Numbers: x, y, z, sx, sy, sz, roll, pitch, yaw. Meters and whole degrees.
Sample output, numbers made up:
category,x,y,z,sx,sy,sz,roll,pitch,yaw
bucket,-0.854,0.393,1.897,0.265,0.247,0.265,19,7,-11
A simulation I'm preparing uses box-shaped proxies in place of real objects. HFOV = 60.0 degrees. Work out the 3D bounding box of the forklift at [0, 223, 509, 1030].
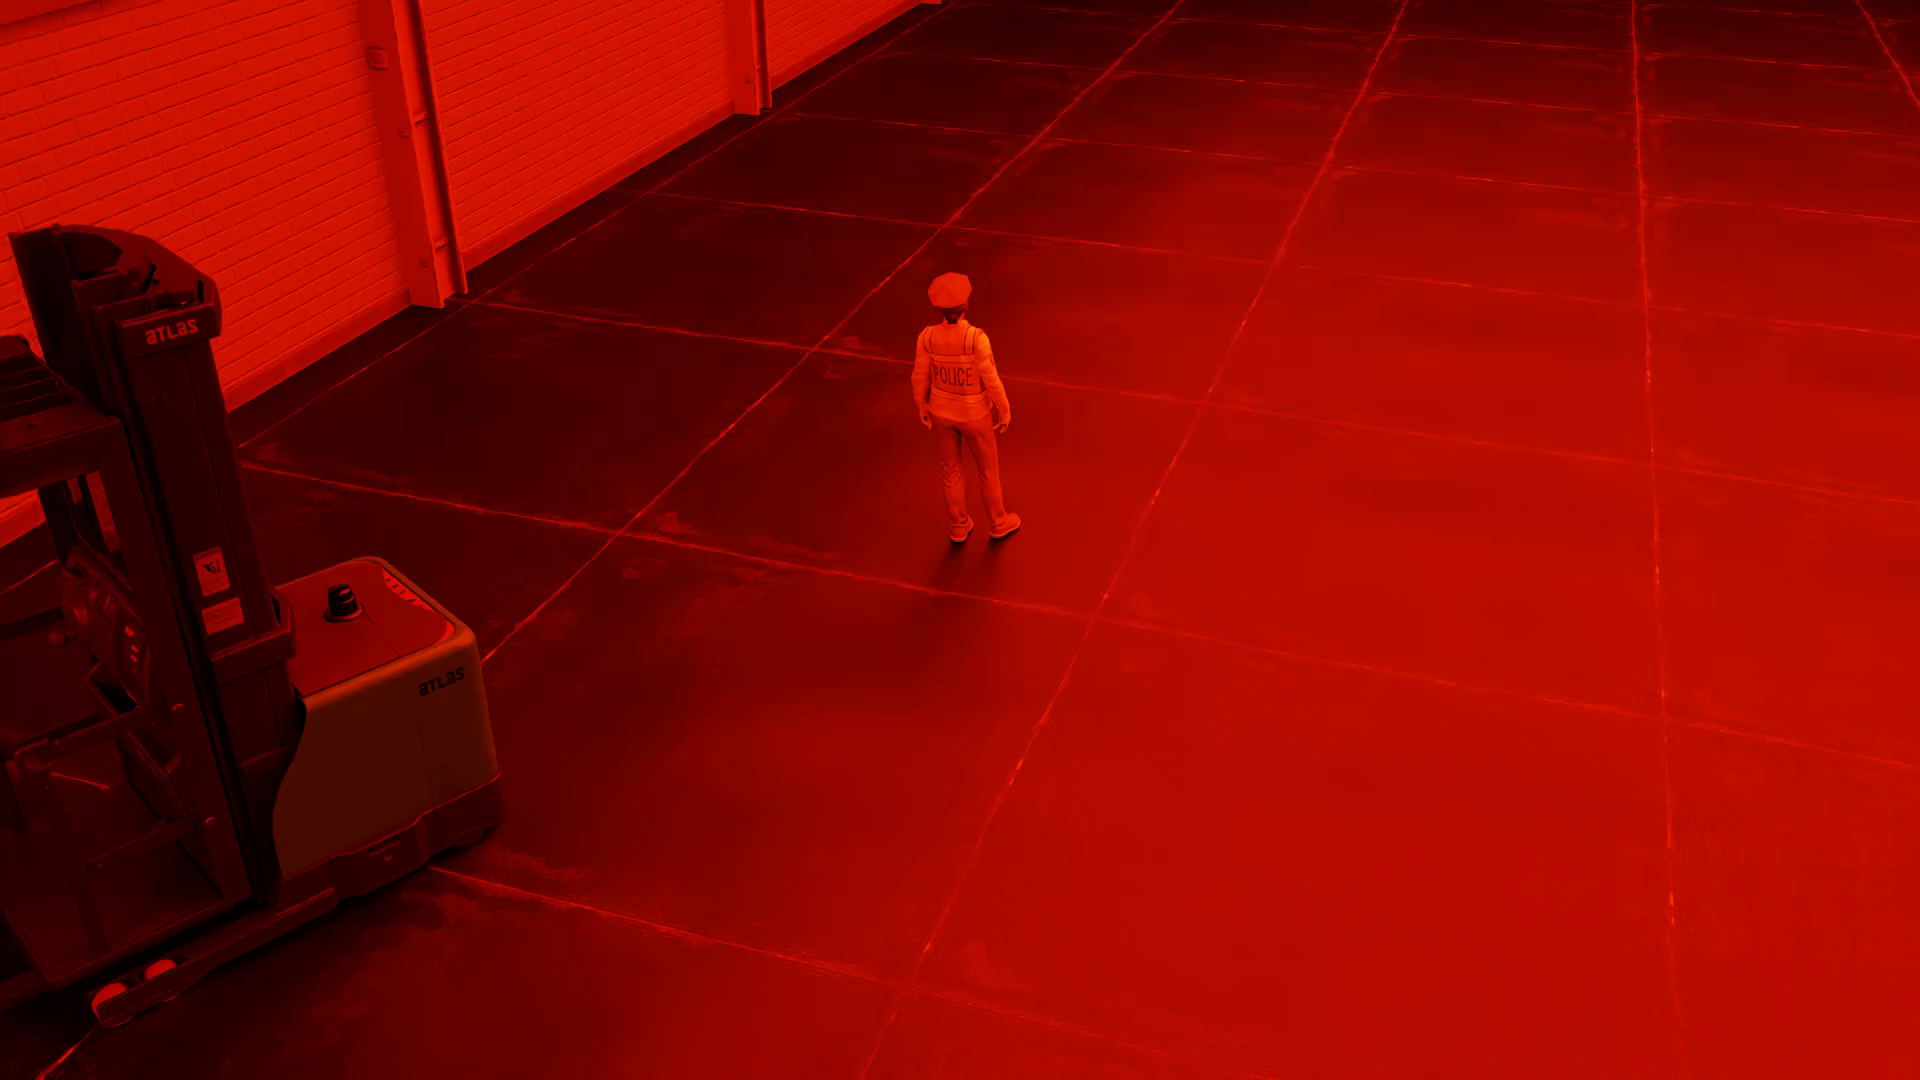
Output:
category,x,y,z,sx,sy,sz,roll,pitch,yaw
forklift,-3.520,0.384,6.463,3.031,2.935,1.130,-25,38,-36

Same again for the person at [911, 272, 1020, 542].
category,x,y,z,sx,sy,sz,roll,pitch,yaw
person,0.028,-0.773,9.728,0.587,1.695,0.531,10,31,16
